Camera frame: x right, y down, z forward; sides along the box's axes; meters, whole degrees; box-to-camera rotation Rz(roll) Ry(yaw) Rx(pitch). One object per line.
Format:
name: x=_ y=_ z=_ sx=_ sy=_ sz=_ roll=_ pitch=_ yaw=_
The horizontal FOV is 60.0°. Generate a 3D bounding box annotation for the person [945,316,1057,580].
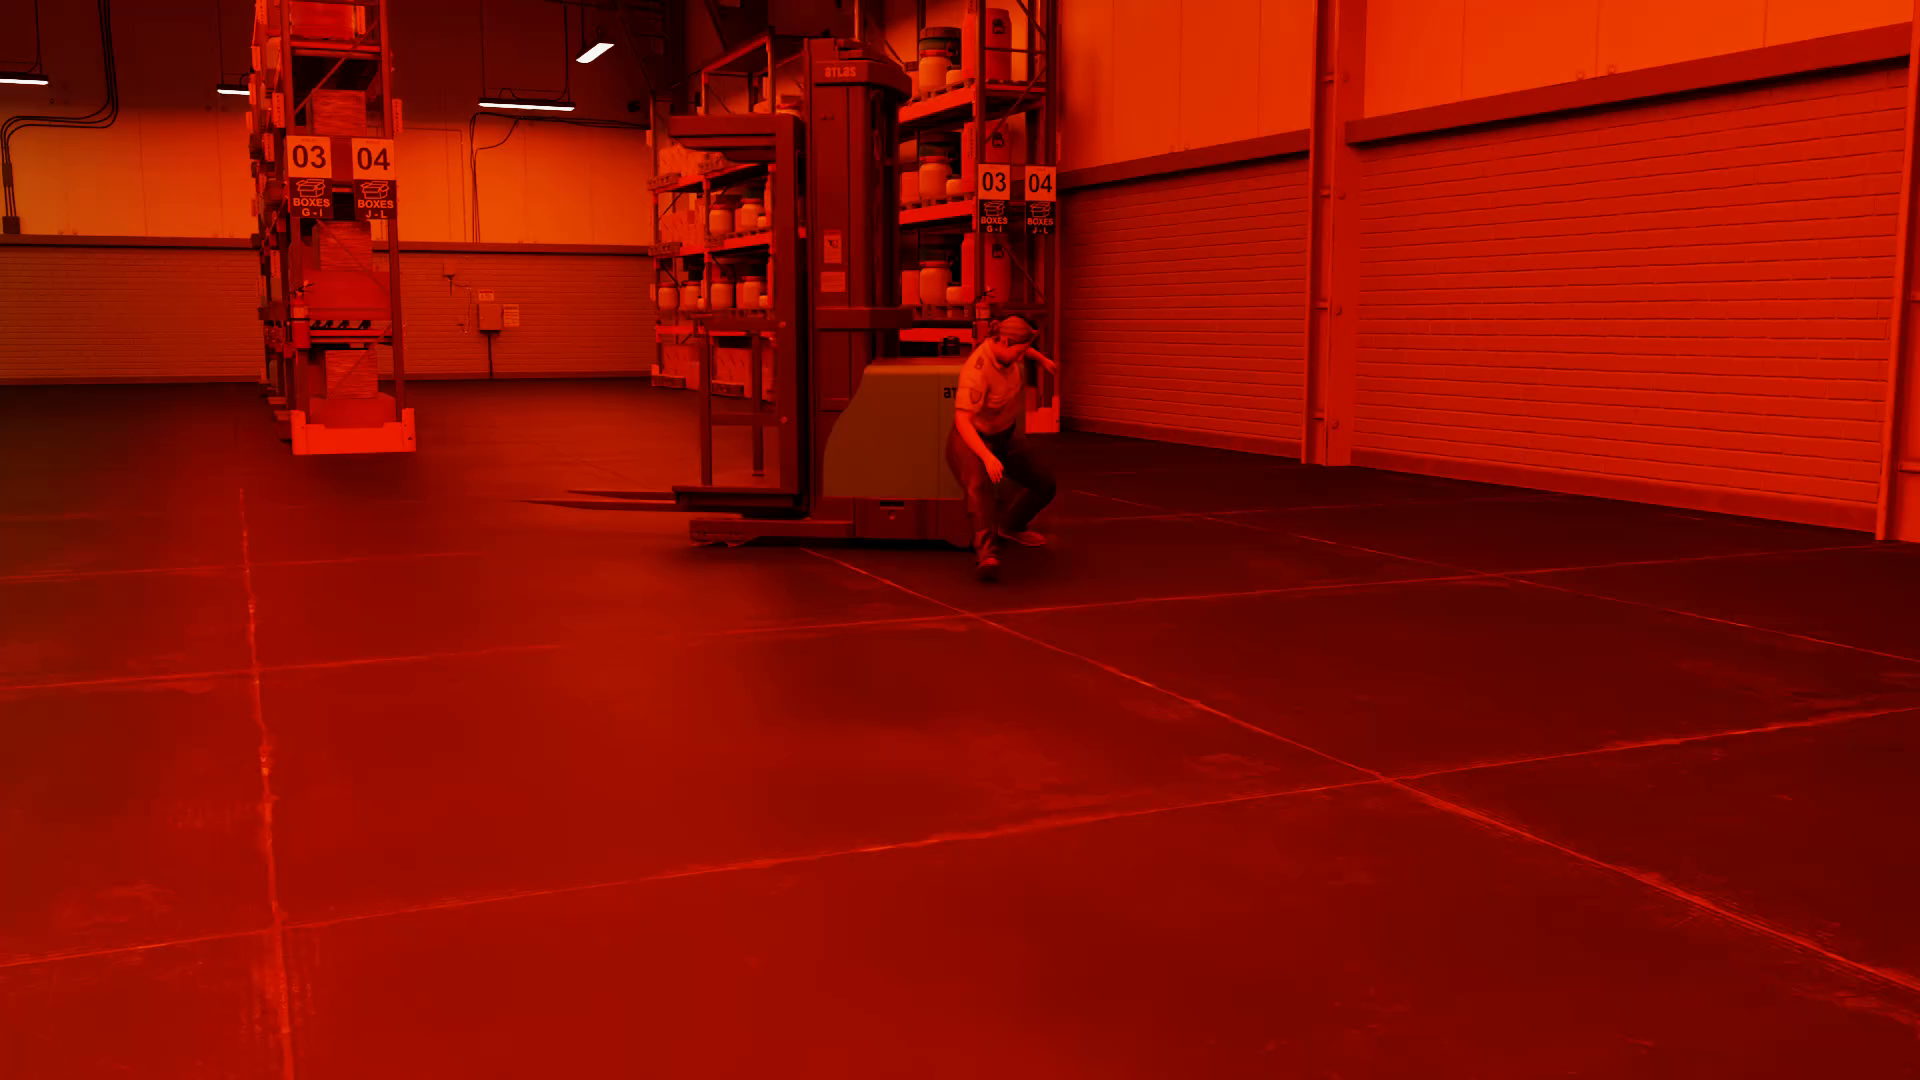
person: x=0.235 y=-0.513 z=8.922 sx=0.715 sy=1.363 sz=1.150 roll=6 pitch=9 yaw=37

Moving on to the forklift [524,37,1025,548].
forklift: x=-1.148 y=-1.479 z=10.156 sx=3.031 sy=2.935 sz=1.130 roll=1 pitch=8 yaw=11
